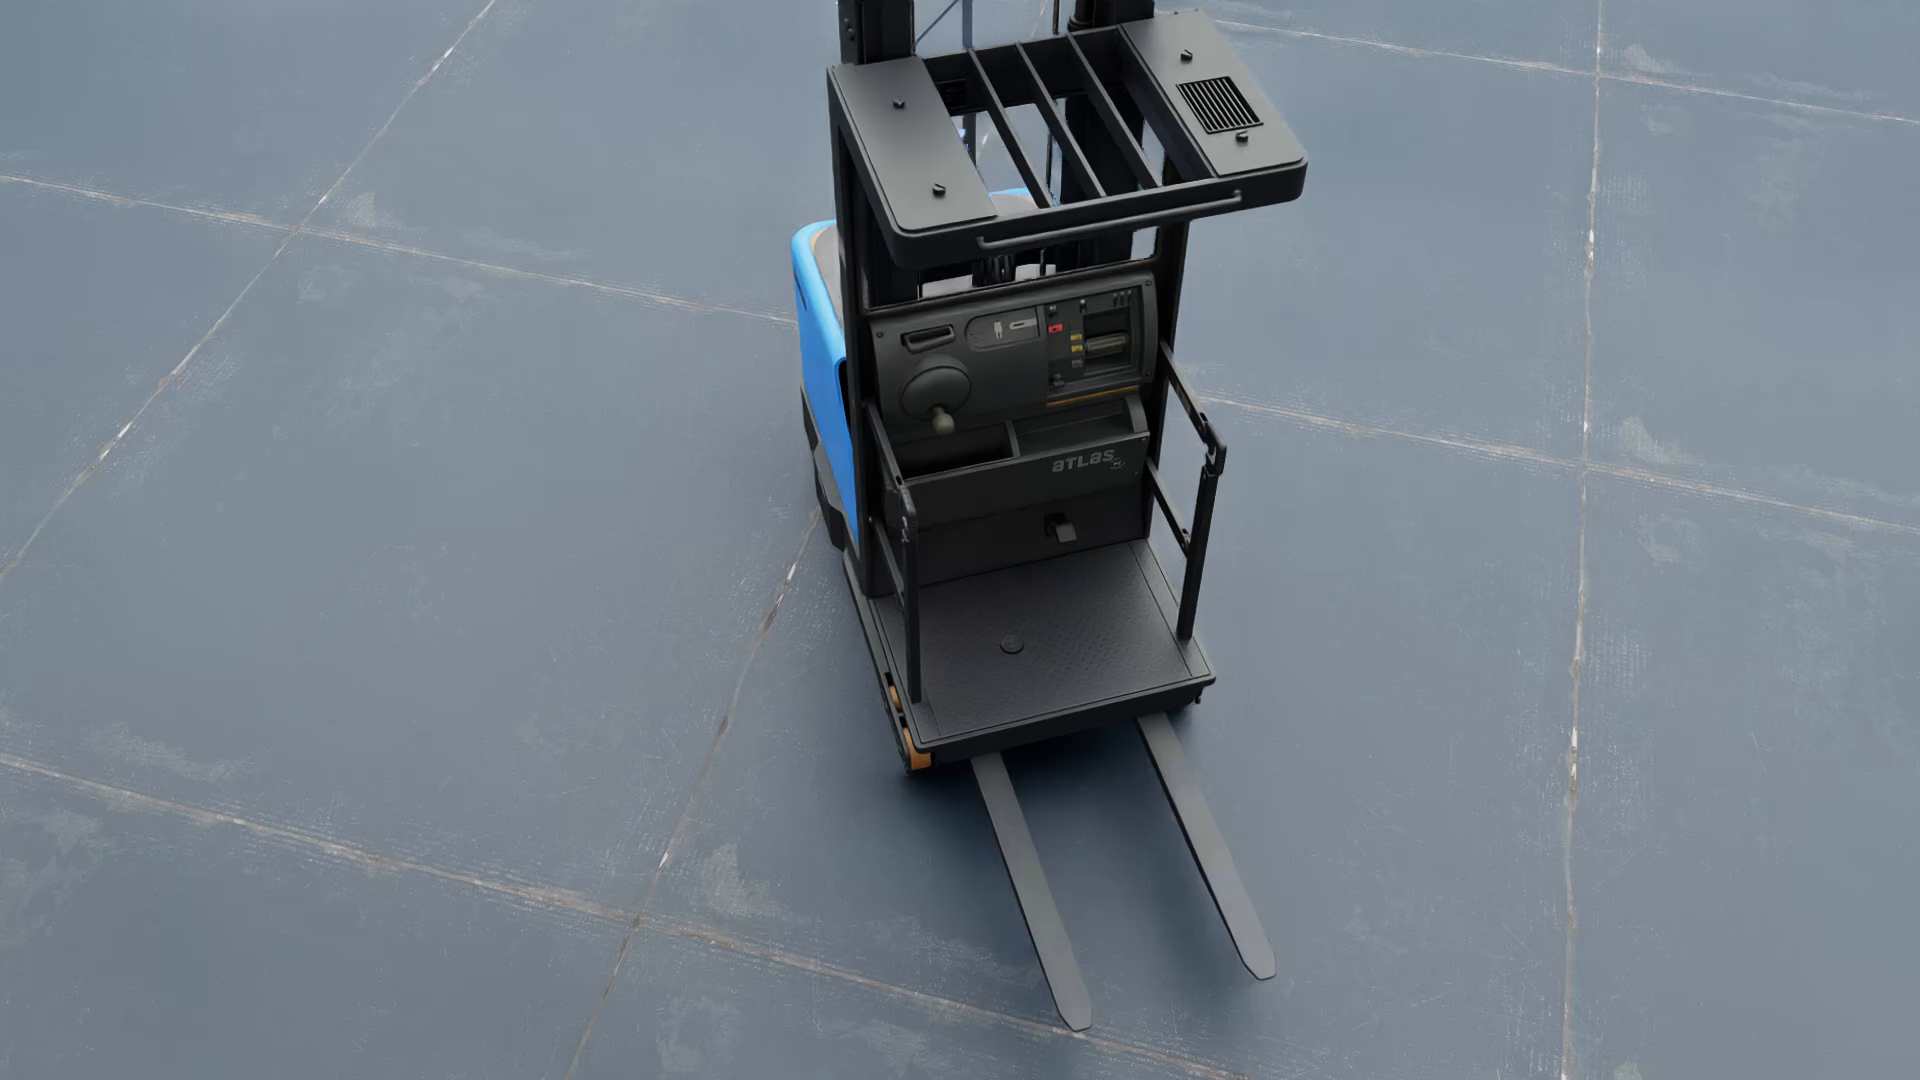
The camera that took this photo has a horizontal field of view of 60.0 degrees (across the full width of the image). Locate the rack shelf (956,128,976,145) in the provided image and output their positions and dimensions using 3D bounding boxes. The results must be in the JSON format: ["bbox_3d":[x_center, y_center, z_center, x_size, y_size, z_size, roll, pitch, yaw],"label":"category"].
[{"bbox_3d":[-0.195,-1.429,7.169,0.538,0.185,1.000,0,49,0],"label":"rack shelf"}]

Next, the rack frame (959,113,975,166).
[{"bbox_3d":[-0.193,-1.167,6.698,0.500,1.500,0.032,0,49,0],"label":"rack frame"}]

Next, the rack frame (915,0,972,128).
[{"bbox_3d":[-0.198,-1.929,7.371,0.500,1.500,0.032,0,49,0],"label":"rack frame"}]

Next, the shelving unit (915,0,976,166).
[{"bbox_3d":[-0.195,-1.548,7.034,0.538,1.500,1.048,0,49,0],"label":"shelving unit"}]

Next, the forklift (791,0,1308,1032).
[{"bbox_3d":[0.244,-0.487,5.143,1.130,2.935,3.031,-12,50,-11],"label":"forklift"}]
